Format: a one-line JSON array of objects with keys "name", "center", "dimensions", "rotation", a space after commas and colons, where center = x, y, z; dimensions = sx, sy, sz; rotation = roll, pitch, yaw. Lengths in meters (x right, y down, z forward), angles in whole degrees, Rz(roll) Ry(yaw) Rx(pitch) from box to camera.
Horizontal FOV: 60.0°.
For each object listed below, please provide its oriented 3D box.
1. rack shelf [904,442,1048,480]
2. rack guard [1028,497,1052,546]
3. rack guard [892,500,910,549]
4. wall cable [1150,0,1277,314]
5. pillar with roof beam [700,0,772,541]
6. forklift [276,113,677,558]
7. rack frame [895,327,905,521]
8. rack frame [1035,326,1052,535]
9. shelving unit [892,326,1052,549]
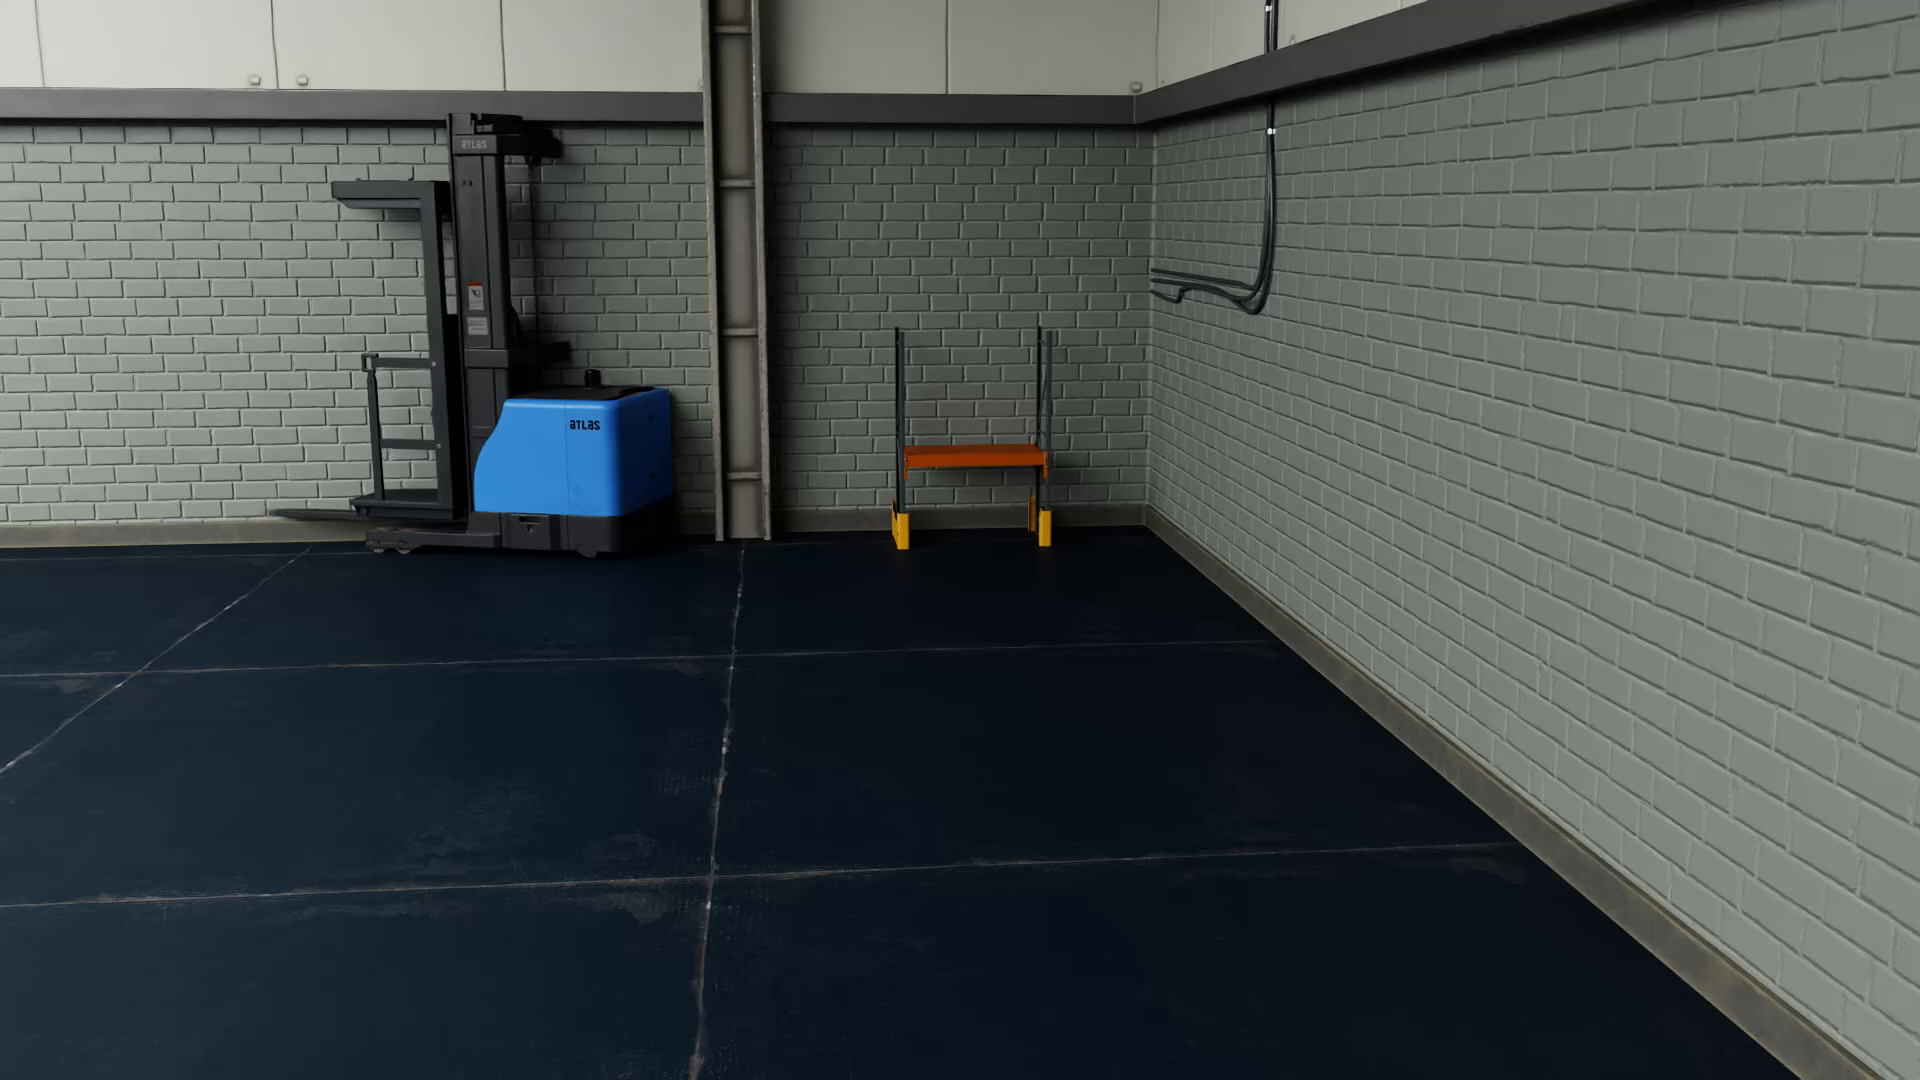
[{"name": "rack shelf", "center": [0.085, -0.561, 11.767], "dimensions": [1.000, 0.185, 0.538], "rotation": [-1, 11, -6]}, {"name": "rack guard", "center": [0.571, -0.135, 11.905], "dimensions": [0.087, 0.250, 0.587], "rotation": [-1, 11, -6]}, {"name": "rack guard", "center": [-0.419, -0.114, 11.799], "dimensions": [0.087, 0.250, 0.587], "rotation": [-1, 11, -6]}, {"name": "wall cable", "center": [1.514, -2.727, 10.462], "dimensions": [0.112, 2.526, 3.097], "rotation": [-1, 11, -6]}, {"name": "pillar with roof beam", "center": [-1.093, -3.617, 6.941], "dimensions": [0.400, 9.000, 9.100], "rotation": [-1, 11, -6]}, {"name": "forklift", "center": [-3.614, -1.443, 11.612], "dimensions": [3.031, 2.935, 1.130], "rotation": [2, 11, 12]}, {"name": "rack frame", "center": [-0.421, -0.727, 11.678], "dimensions": [0.032, 1.500, 0.500], "rotation": [-1, 11, -6]}, {"name": "rack frame", "center": [0.590, -0.748, 11.786], "dimensions": [0.032, 1.500, 0.500], "rotation": [-1, 11, -6]}, {"name": "shelving unit", "center": [0.076, -0.738, 11.731], "dimensions": [1.083, 1.500, 0.587], "rotation": [-1, 11, -6]}]
